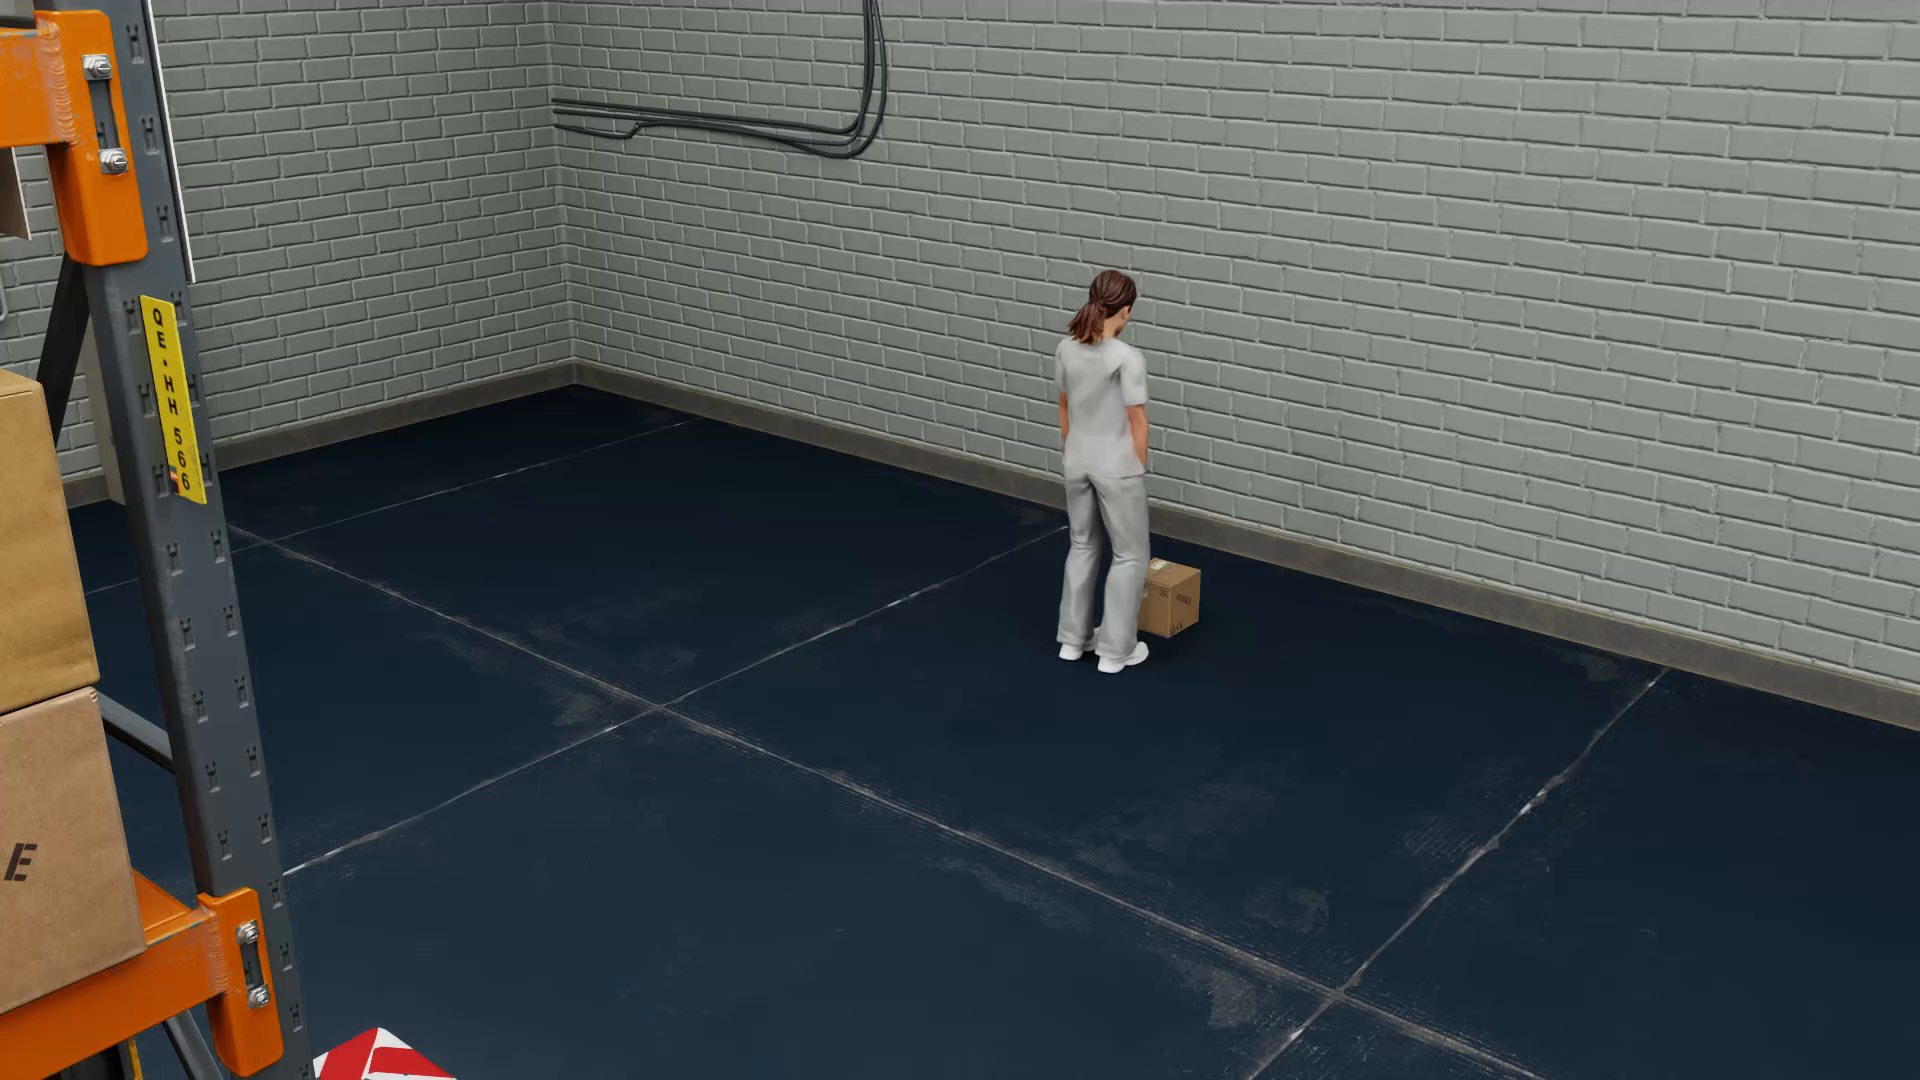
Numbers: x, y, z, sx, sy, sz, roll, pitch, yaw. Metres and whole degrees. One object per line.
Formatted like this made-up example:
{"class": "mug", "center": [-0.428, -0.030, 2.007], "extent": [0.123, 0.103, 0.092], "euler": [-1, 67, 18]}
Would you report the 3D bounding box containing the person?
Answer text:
{"class": "person", "center": [0.578, -0.277, 6.853], "extent": [0.447, 1.665, 0.353], "euler": [16, 26, 38]}
